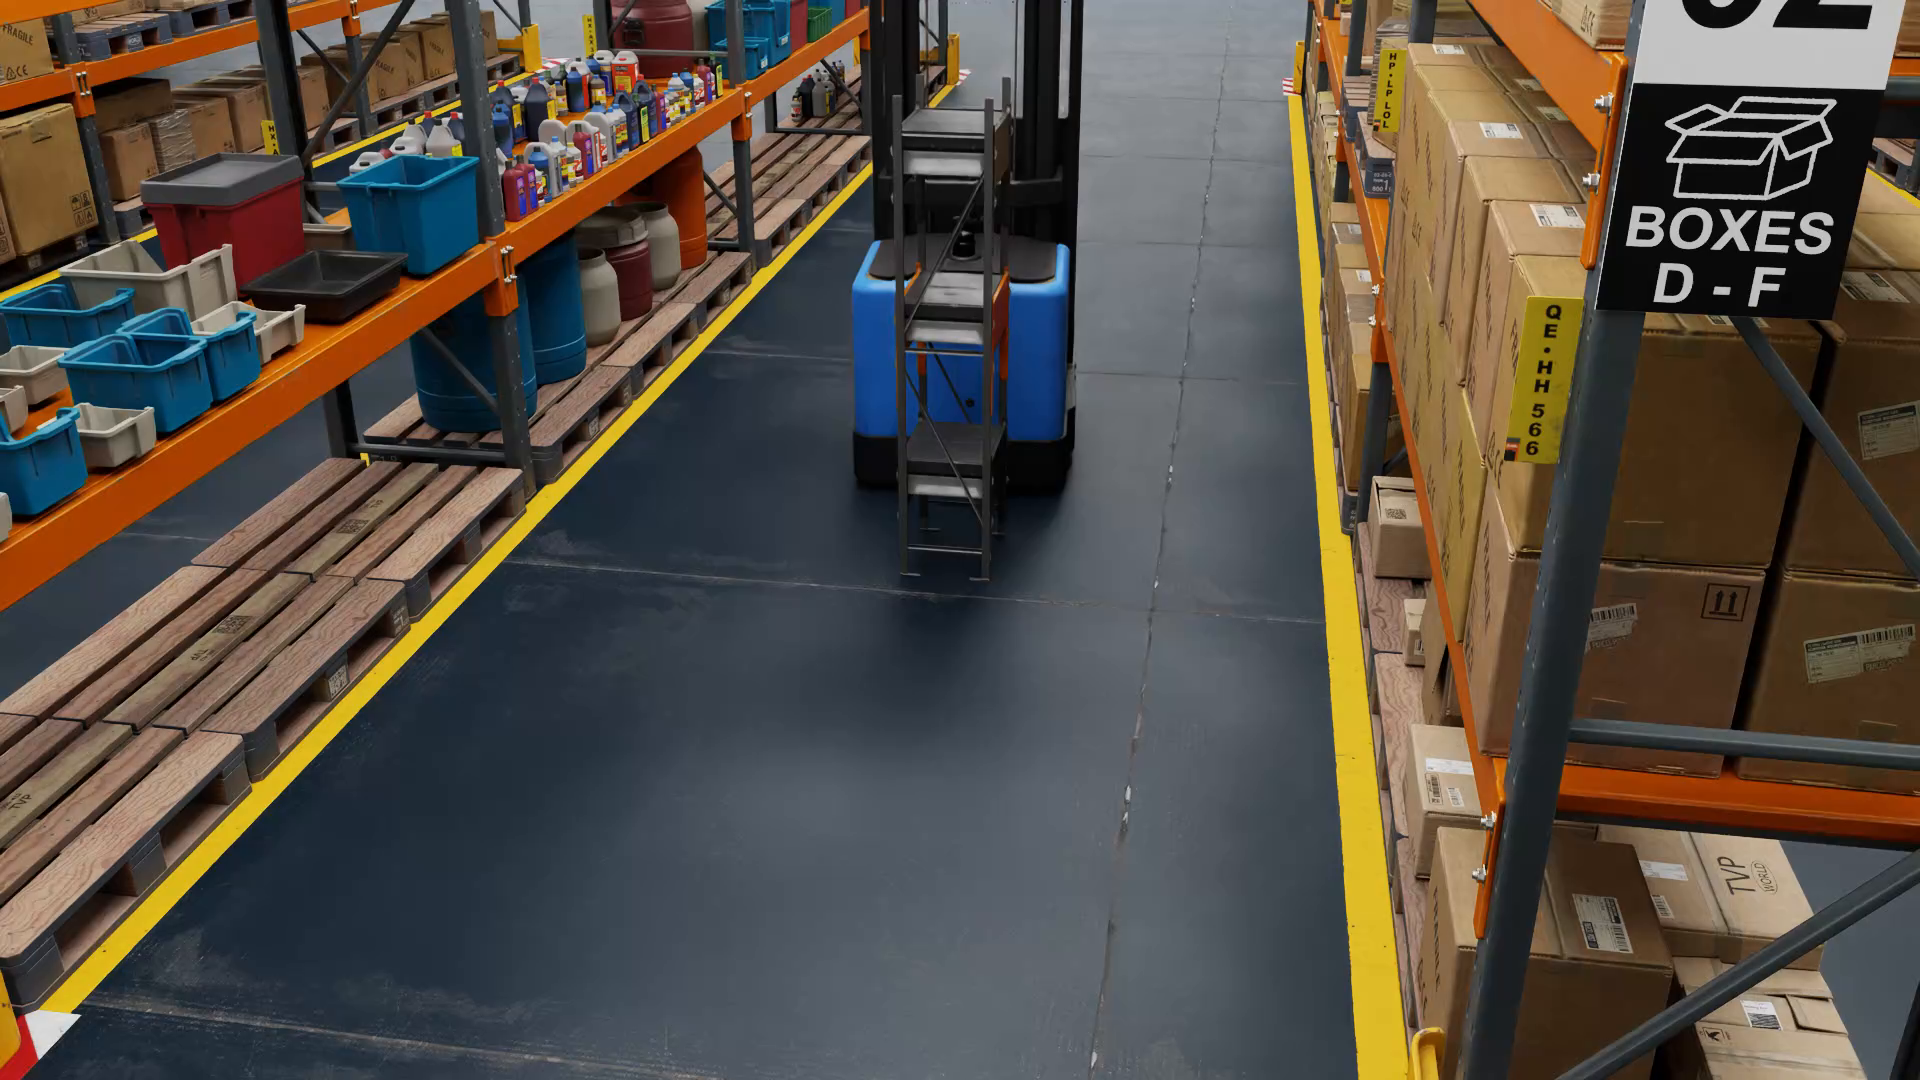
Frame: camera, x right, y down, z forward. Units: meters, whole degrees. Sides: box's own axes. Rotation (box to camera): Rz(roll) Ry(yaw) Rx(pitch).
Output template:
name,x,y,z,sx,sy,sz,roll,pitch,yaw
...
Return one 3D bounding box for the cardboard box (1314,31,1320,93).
name,x,y,z,sx,sy,sz,roll,pitch,yaw
cardboard box,3.625,-4.511,15.713,0.500,0.500,0.500,4,25,9

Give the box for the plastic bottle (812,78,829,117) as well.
name,x,y,z,sx,sy,sz,roll,pitch,yaw
plastic bottle,-1.330,-4.224,15.841,0.144,0.351,0.185,4,25,9

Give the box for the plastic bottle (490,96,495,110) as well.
name,x,y,z,sx,sy,sz,roll,pitch,yaw
plastic bottle,-2.660,-2.350,9.370,0.061,0.283,0.133,4,25,9

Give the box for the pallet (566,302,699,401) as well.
name,x,y,z,sx,sy,sz,roll,pitch,yaw
pallet,-2.236,-1.167,9.995,1.003,0.211,1.213,4,25,9

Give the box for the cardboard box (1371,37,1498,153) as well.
name,x,y,z,sx,sy,sz,roll,pitch,yaw
cardboard box,2.514,-2.233,8.368,0.700,0.500,0.500,-2,25,-5

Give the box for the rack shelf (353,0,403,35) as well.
name,x,y,z,sx,sy,sz,roll,pitch,yaw
rack shelf,-5.852,-5.799,17.448,1.077,0.370,4.000,4,25,9

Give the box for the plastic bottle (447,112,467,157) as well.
name,x,y,z,sx,sy,sz,roll,pitch,yaw
plastic bottle,-2.600,-2.051,8.651,0.144,0.351,0.185,4,25,9

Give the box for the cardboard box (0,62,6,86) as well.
name,x,y,z,sx,sy,sz,roll,pitch,yaw
cardboard box,-6.756,-3.229,10.991,0.500,0.500,0.500,4,25,8

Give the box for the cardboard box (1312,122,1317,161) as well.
name,x,y,z,sx,sy,sz,roll,pitch,yaw
cardboard box,3.283,-3.393,14.209,0.500,0.250,0.500,3,25,7

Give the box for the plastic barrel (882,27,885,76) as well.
name,x,y,z,sx,sy,sz,roll,pitch,yaw
plastic barrel,-0.753,-5.191,17.741,0.421,0.512,0.421,0,25,0

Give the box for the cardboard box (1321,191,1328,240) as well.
name,x,y,z,sx,sy,sz,roll,pitch,yaw
cardboard box,2.866,-2.325,11.926,0.500,0.250,0.500,4,25,8

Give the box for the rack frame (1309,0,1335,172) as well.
name,x,y,z,sx,sy,sz,roll,pitch,yaw
rack frame,3.593,-4.600,14.039,1.000,3.000,0.127,4,25,9

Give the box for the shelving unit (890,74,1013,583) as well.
name,x,y,z,sx,sy,sz,roll,pitch,yaw
shelving unit,-0.027,-0.882,7.157,0.431,2.100,0.503,4,25,9

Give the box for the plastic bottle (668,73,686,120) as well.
name,x,y,z,sx,sy,sz,roll,pitch,yaw
plastic bottle,-1.730,-2.708,10.150,0.097,0.271,0.097,0,25,0

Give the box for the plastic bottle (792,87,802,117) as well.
name,x,y,z,sx,sy,sz,roll,pitch,yaw
plastic bottle,-1.540,-4.138,15.737,0.061,0.283,0.133,5,26,11

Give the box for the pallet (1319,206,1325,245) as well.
name,x,y,z,sx,sy,sz,roll,pitch,yaw
pallet,3.314,-2.514,12.873,1.003,0.211,1.213,4,25,9

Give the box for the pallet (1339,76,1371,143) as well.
name,x,y,z,sx,sy,sz,roll,pitch,yaw
pallet,2.898,-2.552,9.890,1.213,0.211,1.003,4,25,9

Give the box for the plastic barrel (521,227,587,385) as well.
name,x,y,z,sx,sy,sz,roll,pitch,yaw
plastic barrel,-2.379,-1.361,9.099,0.600,0.901,0.708,4,25,9

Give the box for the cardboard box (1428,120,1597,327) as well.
name,x,y,z,sx,sy,sz,roll,pitch,yaw
cardboard box,1.680,-0.928,4.896,0.500,0.500,0.500,5,26,10

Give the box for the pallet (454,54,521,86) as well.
name,x,y,z,sx,sy,sz,roll,pitch,yaw
pallet,-5.705,-5.329,18.885,1.003,0.211,1.213,4,25,9

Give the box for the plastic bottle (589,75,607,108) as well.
name,x,y,z,sx,sy,sz,roll,pitch,yaw
plastic bottle,-2.286,-2.829,10.490,0.097,0.201,0.097,0,25,0

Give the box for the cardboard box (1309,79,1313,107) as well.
name,x,y,z,sx,sy,sz,roll,pitch,yaw
cardboard box,3.693,-4.382,16.321,0.500,0.250,0.500,4,25,9

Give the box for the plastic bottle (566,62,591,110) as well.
name,x,y,z,sx,sy,sz,roll,pitch,yaw
plastic bottle,-2.412,-2.863,10.476,0.152,0.276,0.135,4,25,9

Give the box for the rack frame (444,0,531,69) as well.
name,x,y,z,sx,sy,sz,roll,pitch,yaw
rack frame,-5.525,-6.961,19.083,1.000,3.000,0.127,4,25,9

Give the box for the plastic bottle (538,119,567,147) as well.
name,x,y,z,sx,sy,sz,roll,pitch,yaw
plastic bottle,-2.147,-2.108,8.861,0.152,0.276,0.135,4,25,9

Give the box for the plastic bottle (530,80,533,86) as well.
name,x,y,z,sx,sy,sz,roll,pitch,yaw
plastic bottle,-2.533,-2.622,9.965,0.097,0.271,0.097,0,25,0

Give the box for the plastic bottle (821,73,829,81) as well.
name,x,y,z,sx,sy,sz,roll,pitch,yaw
plastic bottle,-1.357,-4.483,16.482,0.152,0.276,0.135,4,25,9

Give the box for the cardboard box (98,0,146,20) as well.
name,x,y,z,sx,sy,sz,roll,pitch,yaw
cardboard box,-6.791,-4.319,12.826,0.700,0.500,0.500,8,26,16

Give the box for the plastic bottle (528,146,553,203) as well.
name,x,y,z,sx,sy,sz,roll,pitch,yaw
plastic bottle,-2.081,-1.810,8.231,0.097,0.271,0.097,0,25,0

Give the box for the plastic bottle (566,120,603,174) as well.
name,x,y,z,sx,sy,sz,roll,pitch,yaw
plastic bottle,-1.997,-2.097,8.838,0.152,0.276,0.135,4,25,9

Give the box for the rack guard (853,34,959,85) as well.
name,x,y,z,sx,sy,sz,roll,pitch,yaw
rack guard,-0.605,-5.450,18.805,1.175,0.500,0.348,4,25,9

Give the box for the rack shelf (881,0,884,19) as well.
name,x,y,z,sx,sy,sz,roll,pitch,yaw
rack shelf,-0.966,-5.455,16.715,1.077,0.370,4.000,4,25,9

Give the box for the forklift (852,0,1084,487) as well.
name,x,y,z,sx,sy,sz,roll,pitch,yaw
forklift,0.102,-2.175,8.938,1.130,2.935,3.031,2,25,4

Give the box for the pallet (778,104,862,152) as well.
name,x,y,z,sx,sy,sz,roll,pitch,yaw
pallet,-1.142,-3.960,15.961,1.003,0.211,1.213,4,25,9

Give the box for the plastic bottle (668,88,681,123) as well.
name,x,y,z,sx,sy,sz,roll,pitch,yaw
plastic bottle,-1.746,-2.636,10.078,0.097,0.201,0.097,0,25,0

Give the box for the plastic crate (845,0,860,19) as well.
name,x,y,z,sx,sy,sz,roll,pitch,yaw
plastic crate,-1.070,-4.750,14.284,0.402,0.464,0.583,4,25,9

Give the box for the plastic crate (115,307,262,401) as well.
name,x,y,z,sx,sy,sz,roll,pitch,yaw
plastic crate,-2.624,-0.634,5.693,0.416,0.233,0.300,4,25,9

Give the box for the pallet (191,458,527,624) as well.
name,x,y,z,sx,sy,sz,roll,pitch,yaw
pallet,-2.682,-0.026,7.556,1.003,0.211,1.213,4,25,9

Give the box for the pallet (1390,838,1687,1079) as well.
name,x,y,z,sx,sy,sz,roll,pitch,yaw
pallet,1.774,1.317,4.688,1.003,0.211,1.213,4,25,9

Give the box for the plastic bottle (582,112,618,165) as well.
name,x,y,z,sx,sy,sz,roll,pitch,yaw
plastic bottle,-1.959,-2.194,9.045,0.152,0.276,0.135,4,25,9

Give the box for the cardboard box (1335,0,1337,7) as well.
name,x,y,z,sx,sy,sz,roll,pitch,yaw
cardboard box,3.740,-5.052,14.887,0.700,0.500,0.500,4,25,8

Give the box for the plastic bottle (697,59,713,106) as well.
name,x,y,z,sx,sy,sz,roll,pitch,yaw
plastic bottle,-1.629,-2.924,10.595,0.061,0.283,0.133,4,25,9

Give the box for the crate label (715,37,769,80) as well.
name,x,y,z,sx,sy,sz,roll,pitch,yaw
crate label,-1.508,-3.346,11.558,0.303,0.233,0.416,4,25,9

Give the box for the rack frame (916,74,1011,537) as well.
name,x,y,z,sx,sy,sz,roll,pitch,yaw
rack frame,0.013,-0.984,7.375,0.400,2.100,0.015,4,25,9

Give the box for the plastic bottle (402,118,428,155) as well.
name,x,y,z,sx,sy,sz,roll,pitch,yaw
plastic bottle,-2.773,-1.984,8.508,0.144,0.351,0.185,4,25,9

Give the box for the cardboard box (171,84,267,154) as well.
name,x,y,z,sx,sy,sz,roll,pitch,yaw
cardboard box,-6.488,-3.667,14.477,0.700,0.500,0.500,2,25,4

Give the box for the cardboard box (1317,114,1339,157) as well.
name,x,y,z,sx,sy,sz,roll,pitch,yaw
cardboard box,3.110,-3.218,13.172,0.500,0.311,0.500,3,25,7

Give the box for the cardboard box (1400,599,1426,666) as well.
name,x,y,z,sx,sy,sz,roll,pitch,yaw
cardboard box,1.872,0.353,6.281,0.380,0.166,0.250,4,25,9

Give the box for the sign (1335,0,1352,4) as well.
name,x,y,z,sx,sy,sz,roll,pitch,yaw
sign,2.392,-3.488,10.299,0.100,0.325,0.005,4,25,9

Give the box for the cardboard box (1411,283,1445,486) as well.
name,x,y,z,sx,sy,sz,roll,pitch,yaw
cardboard box,1.688,-0.469,5.095,0.500,0.500,0.500,4,25,8

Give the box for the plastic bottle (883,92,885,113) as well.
name,x,y,z,sx,sy,sz,roll,pitch,yaw
plastic bottle,-0.782,-4.150,15.772,0.152,0.276,0.135,5,26,10

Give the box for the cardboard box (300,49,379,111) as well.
name,x,y,z,sx,sy,sz,roll,pitch,yaw
cardboard box,-6.074,-4.510,16.301,0.500,0.500,0.500,3,25,7

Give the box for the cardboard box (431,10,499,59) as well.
name,x,y,z,sx,sy,sz,roll,pitch,yaw
cardboard box,-5.644,-5.759,18.968,0.500,0.500,0.500,9,27,18

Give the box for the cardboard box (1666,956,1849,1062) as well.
name,x,y,z,sx,sy,sz,roll,pitch,yaw
cardboard box,2.081,1.247,4.371,0.380,0.166,0.250,4,25,9

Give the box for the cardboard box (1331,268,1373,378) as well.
name,x,y,z,sx,sy,sz,roll,pitch,yaw
cardboard box,2.336,-1.176,9.154,0.500,0.500,0.500,3,25,7

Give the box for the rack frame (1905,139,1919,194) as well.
name,x,y,z,sx,sy,sz,roll,pitch,yaw
rack frame,8.481,-4.258,13.309,1.000,3.000,0.127,4,25,9

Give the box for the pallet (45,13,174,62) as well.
name,x,y,z,sx,sy,sz,roll,pitch,yaw
pallet,-6.821,-3.833,12.628,1.213,0.211,1.003,4,25,9

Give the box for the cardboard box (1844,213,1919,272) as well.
name,x,y,z,sx,sy,sz,roll,pitch,yaw
cardboard box,2.043,-0.466,3.909,0.500,0.500,0.500,4,25,9

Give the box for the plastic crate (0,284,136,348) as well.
name,x,y,z,sx,sy,sz,roll,pitch,yaw
plastic crate,-3.171,-0.754,5.949,0.416,0.233,0.300,4,25,9

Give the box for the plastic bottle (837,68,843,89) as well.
name,x,y,z,sx,sy,sz,roll,pitch,yaw
plastic bottle,-1.260,-4.770,17.183,0.097,0.201,0.097,0,25,0
